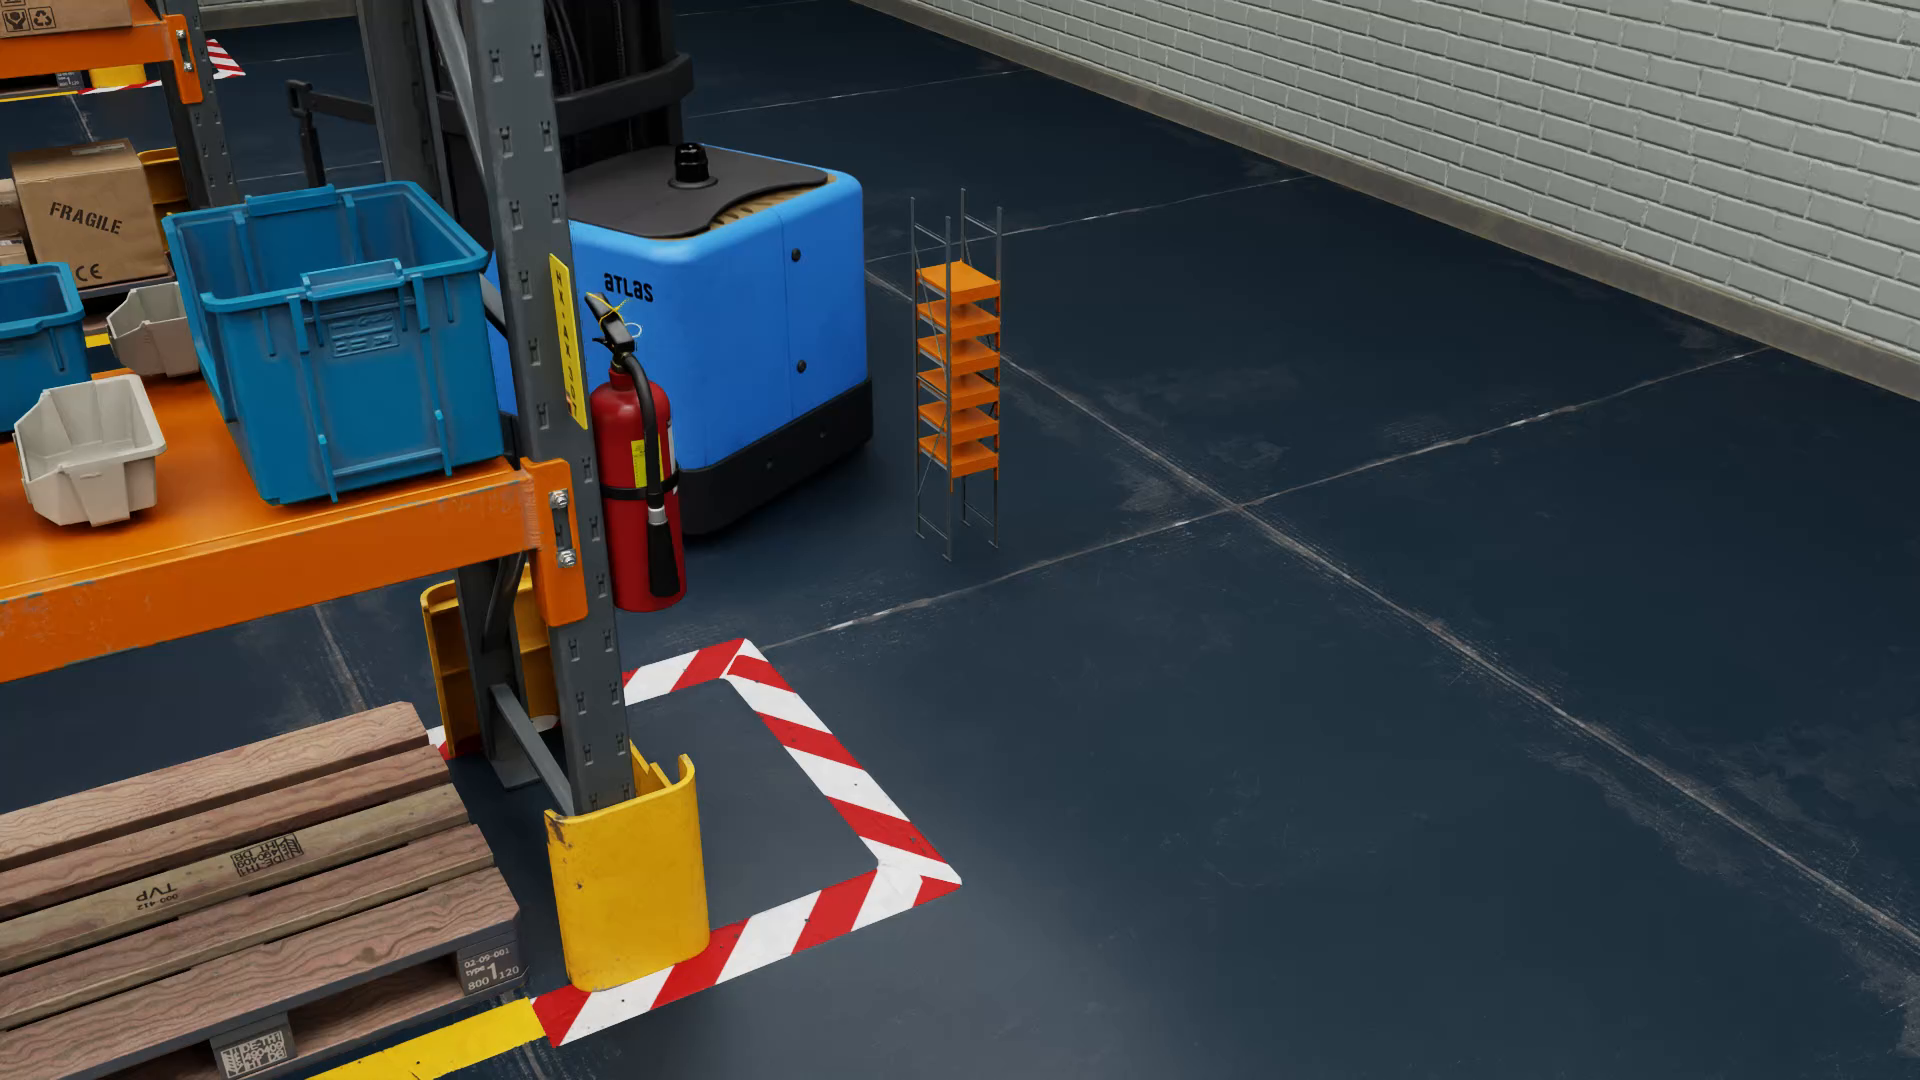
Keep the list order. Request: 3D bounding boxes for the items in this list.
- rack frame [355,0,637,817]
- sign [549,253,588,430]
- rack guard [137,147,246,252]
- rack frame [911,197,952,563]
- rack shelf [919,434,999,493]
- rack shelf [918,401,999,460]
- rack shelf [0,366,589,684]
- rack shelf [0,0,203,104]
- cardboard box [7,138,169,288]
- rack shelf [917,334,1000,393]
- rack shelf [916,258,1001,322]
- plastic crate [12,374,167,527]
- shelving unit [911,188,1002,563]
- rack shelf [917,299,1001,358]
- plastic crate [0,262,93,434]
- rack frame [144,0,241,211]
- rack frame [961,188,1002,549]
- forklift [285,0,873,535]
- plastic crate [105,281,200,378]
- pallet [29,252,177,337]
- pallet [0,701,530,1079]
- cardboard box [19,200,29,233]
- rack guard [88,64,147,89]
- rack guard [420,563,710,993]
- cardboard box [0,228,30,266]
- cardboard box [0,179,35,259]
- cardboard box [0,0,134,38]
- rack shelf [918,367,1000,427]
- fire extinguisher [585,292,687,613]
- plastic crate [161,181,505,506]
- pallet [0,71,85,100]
[{"bbox_3d":[-1.035,-0.528,3.602,0.127,3.000,1.000,-16,33,-26],"label":"rack frame"},{"bbox_3d":[-0.743,-0.374,3.154,0.005,0.325,0.100,-16,33,-26],"label":"sign"},{"bbox_3d":[-3.607,-1.479,7.913,0.348,0.500,1.175,-16,33,-26],"label":"rack guard"},{"bbox_3d":[-0.091,-0.499,5.413,0.006,1.200,0.240,-16,33,-26],"label":"rack frame"},{"bbox_3d":[-0.012,-0.273,5.591,0.180,0.103,0.258,-16,33,-26],"label":"rack shelf"},{"bbox_3d":[-0.012,-0.378,5.533,0.180,0.103,0.258,-16,33,-26],"label":"rack shelf"},{"bbox_3d":[-2.760,0.277,2.888,4.000,0.370,1.077,-16,33,-26],"label":"rack shelf"},{"bbox_3d":[-5.266,-1.788,6.629,4.000,0.370,1.077,-16,33,-26],"label":"rack shelf"},{"bbox_3d":[-3.886,-1.455,7.413,0.500,0.500,0.500,-16,33,-26],"label":"cardboard box"},{"bbox_3d":[-0.012,-0.588,5.417,0.180,0.103,0.258,-16,33,-26],"label":"rack shelf"},{"bbox_3d":[-0.012,-0.798,5.301,0.180,0.103,0.258,-16,33,-26],"label":"rack shelf"},{"bbox_3d":[-1.647,-0.163,3.153,0.243,0.136,0.396,-16,33,-26],"label":"plastic crate"},{"bbox_3d":[-0.012,-0.522,5.454,0.189,1.200,0.258,-16,33,-26],"label":"shelving unit"},{"bbox_3d":[-0.012,-0.693,5.359,0.180,0.103,0.258,-16,33,-26],"label":"rack shelf"},{"bbox_3d":[-1.983,-0.396,3.475,0.300,0.233,0.416,-16,33,-26],"label":"plastic crate"},{"bbox_3d":[-3.542,-2.592,7.342,0.127,3.000,1.000,-16,33,-26],"label":"rack frame"},{"bbox_3d":[0.066,-0.544,5.494,0.006,1.200,0.240,-16,33,-26],"label":"rack frame"},{"bbox_3d":[-1.838,-1.836,6.043,3.031,2.935,1.130,18,34,29],"label":"forklift"},{"bbox_3d":[-1.734,-0.471,3.710,0.298,0.136,0.250,-16,33,-26],"label":"plastic crate"},{"bbox_3d":[-4.294,-1.157,7.628,1.213,0.211,1.003,-16,33,-26],"label":"pallet"},{"bbox_3d":[-1.766,0.879,3.939,1.213,0.211,1.003,-16,33,-26],"label":"pallet"},{"bbox_3d":[-4.292,-1.524,7.883,0.250,0.166,0.380,-16,33,-26],"label":"cardboard box"},{"bbox_3d":[-6.034,-3.566,11.695,0.348,0.500,1.175,-16,33,-26],"label":"rack guard"},{"bbox_3d":[-1.021,0.555,4.226,0.348,0.500,1.175,-16,33,-26],"label":"rack guard"},{"bbox_3d":[-4.280,-1.247,7.382,0.250,0.166,0.380,-16,33,-26],"label":"cardboard box"},{"bbox_3d":[-4.585,-1.443,7.652,0.500,0.250,0.500,-16,33,-26],"label":"cardboard box"},{"bbox_3d":[-3.790,-2.413,6.914,0.500,0.500,0.500,-15,32,-25],"label":"cardboard box"},{"bbox_3d":[-0.012,-0.483,5.475,0.180,0.103,0.258,-16,33,-26],"label":"rack shelf"},{"bbox_3d":[-0.675,-0.178,3.434,0.183,0.674,0.296,-16,33,-26],"label":"fire extinguisher"},{"bbox_3d":[-1.229,-0.410,3.289,0.499,0.435,0.616,-16,33,-26],"label":"plastic crate"},{"bbox_3d":[-6.704,-3.205,11.340,1.213,0.211,1.003,-16,33,-26],"label":"pallet"}]
